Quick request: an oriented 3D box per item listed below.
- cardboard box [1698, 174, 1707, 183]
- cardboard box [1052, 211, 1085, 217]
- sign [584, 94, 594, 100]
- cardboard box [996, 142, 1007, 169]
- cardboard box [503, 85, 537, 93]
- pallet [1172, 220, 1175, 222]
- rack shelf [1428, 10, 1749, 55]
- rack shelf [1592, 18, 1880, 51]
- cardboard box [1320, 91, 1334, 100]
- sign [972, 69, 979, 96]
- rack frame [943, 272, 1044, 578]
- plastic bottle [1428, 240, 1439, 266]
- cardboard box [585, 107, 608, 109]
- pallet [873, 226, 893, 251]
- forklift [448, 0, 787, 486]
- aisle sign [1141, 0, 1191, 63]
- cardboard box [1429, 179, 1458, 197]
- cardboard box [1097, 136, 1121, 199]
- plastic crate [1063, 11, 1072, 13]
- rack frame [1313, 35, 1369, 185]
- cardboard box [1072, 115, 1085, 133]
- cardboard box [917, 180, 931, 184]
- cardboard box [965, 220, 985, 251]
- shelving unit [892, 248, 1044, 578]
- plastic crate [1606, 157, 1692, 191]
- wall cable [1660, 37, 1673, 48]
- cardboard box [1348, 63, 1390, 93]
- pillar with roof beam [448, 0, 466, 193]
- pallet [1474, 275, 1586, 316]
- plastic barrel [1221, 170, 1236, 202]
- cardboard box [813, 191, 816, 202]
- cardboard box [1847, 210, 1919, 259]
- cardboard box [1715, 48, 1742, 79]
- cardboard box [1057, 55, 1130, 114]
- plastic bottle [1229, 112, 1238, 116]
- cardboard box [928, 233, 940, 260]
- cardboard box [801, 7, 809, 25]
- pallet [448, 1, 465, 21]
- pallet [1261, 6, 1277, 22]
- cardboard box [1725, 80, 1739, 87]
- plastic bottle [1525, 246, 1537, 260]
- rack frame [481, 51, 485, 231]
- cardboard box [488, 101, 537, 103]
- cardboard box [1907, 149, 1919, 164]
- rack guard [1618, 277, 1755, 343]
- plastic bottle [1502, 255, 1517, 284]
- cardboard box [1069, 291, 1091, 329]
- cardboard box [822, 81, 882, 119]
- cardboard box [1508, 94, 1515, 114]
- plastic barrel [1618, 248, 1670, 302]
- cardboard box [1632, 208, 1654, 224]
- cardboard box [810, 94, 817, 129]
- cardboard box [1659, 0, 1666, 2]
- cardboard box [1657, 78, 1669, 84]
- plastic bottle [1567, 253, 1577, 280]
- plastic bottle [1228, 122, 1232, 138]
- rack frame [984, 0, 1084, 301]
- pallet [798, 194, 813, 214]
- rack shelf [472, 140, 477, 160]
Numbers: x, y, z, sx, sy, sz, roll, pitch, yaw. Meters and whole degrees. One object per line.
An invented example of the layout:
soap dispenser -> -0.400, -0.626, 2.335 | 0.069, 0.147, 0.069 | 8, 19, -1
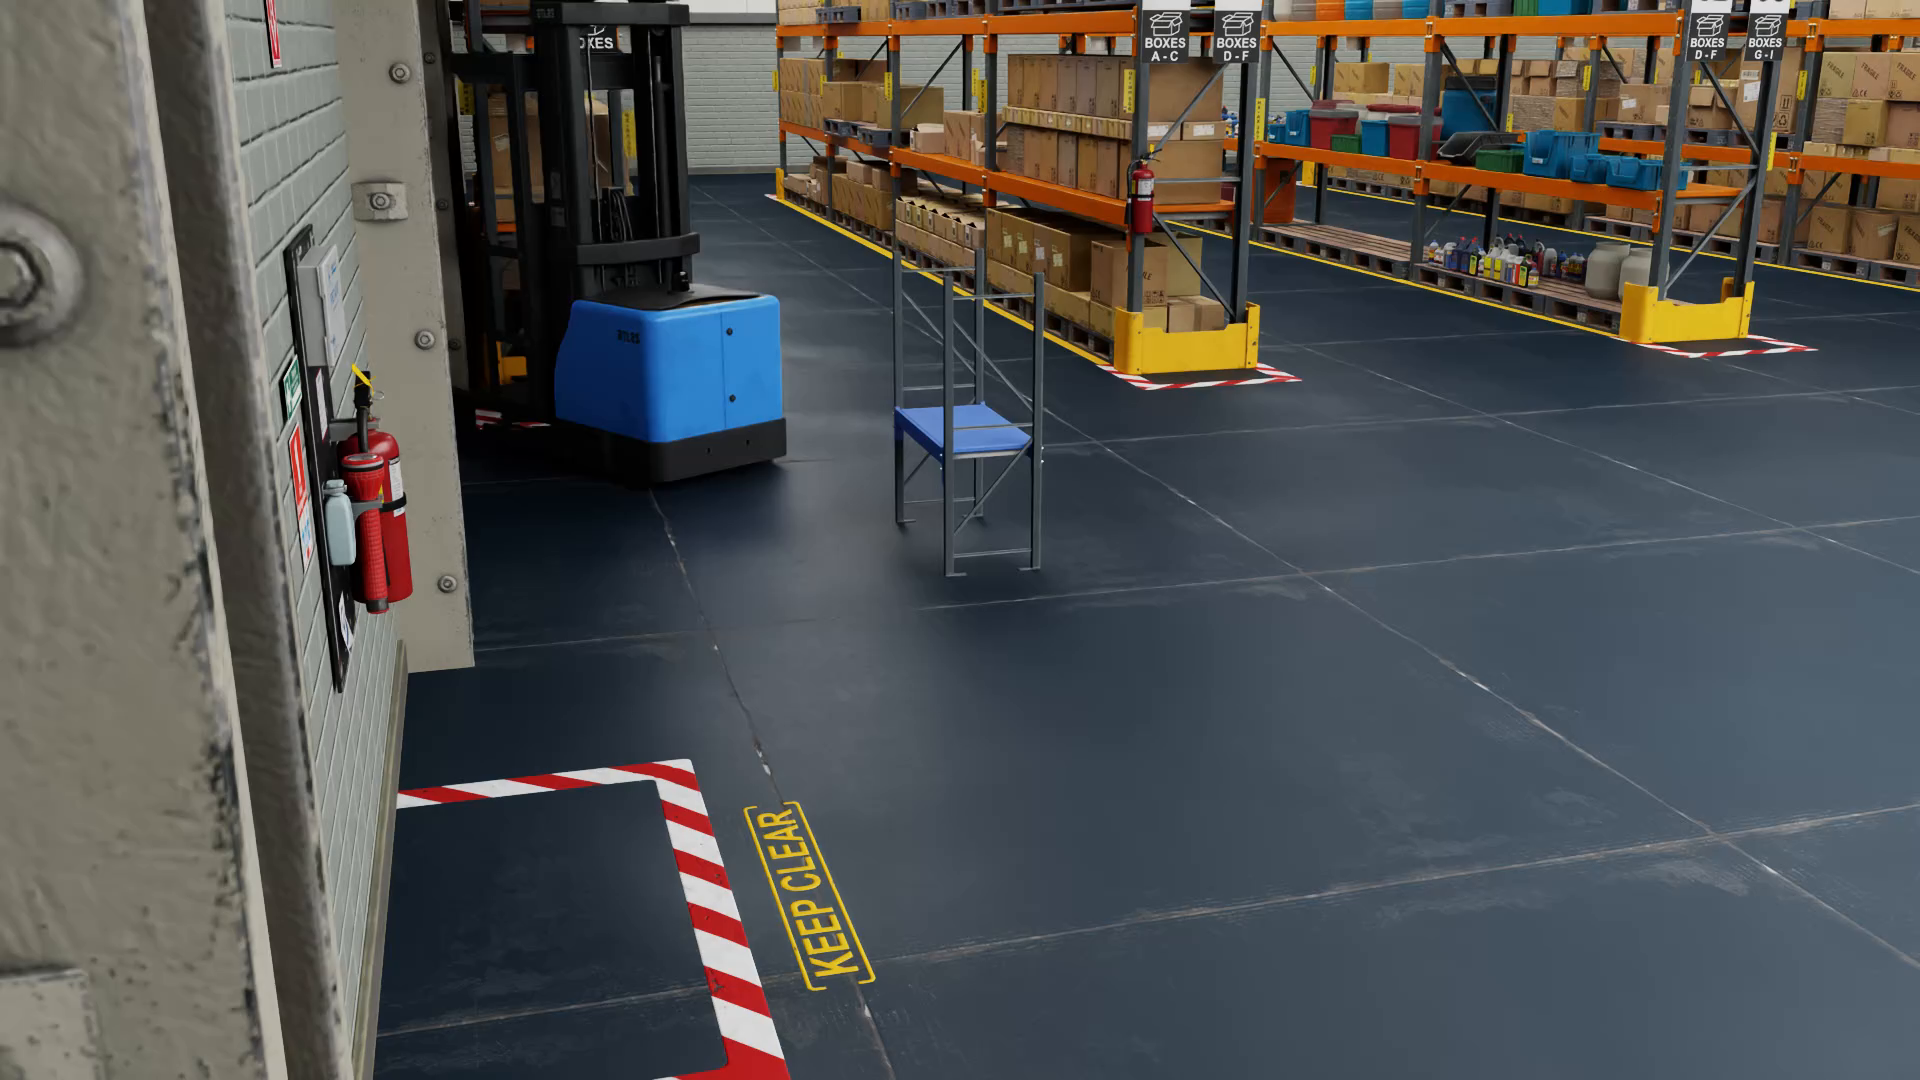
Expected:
cardboard box -> 13.082, -6.290, 28.905 | 0.380, 0.149, 0.250 | -5, 18, -18
cardboard box -> 1.212, -2.962, 16.346 | 0.500, 0.500, 0.500 | -5, 17, -15
sign -> -3.494, -4.036, 15.670 | 0.100, 0.325, 0.005 | -5, 17, -15
cardboard box -> 0.571, -4.030, 17.415 | 0.500, 0.250, 0.500 | -4, 17, -12
cardboard box -> -4.886, -5.071, 18.555 | 0.380, 0.149, 0.250 | -8, 18, -24
pallet -> 3.486, -5.020, 25.299 | 1.003, 0.211, 1.213 | -5, 17, -15
rack shelf -> 6.062, -4.899, 16.082 | 1.077, 0.370, 4.000 | -5, 17, -15
rack shelf -> 9.725, -6.397, 21.069 | 1.077, 0.370, 4.000 | -5, 17, -15
cardboard box -> 6.849, -7.987, 30.072 | 0.500, 0.250, 0.500 | -5, 17, -17
sign -> 0.182, -5.675, 20.618 | 0.100, 0.325, 0.005 | -5, 17, -15
rack frame -> 0.163, -0.554, 8.190 | 0.500, 1.500, 0.032 | -5, 17, -15
plastic bottle -> 5.178, -3.141, 18.173 | 0.097, 0.271, 0.097 | 0, 17, 0
cardboard box -> -3.018, -3.204, 13.326 | 0.500, 0.500, 0.500 | -5, 18, -17
pallet -> -0.519, -3.950, 21.734 | 1.003, 0.211, 1.213 | -5, 17, -15
forklift -> -2.508, -2.070, 10.748 | 3.031, 2.935, 1.130 | 15, 23, 41
aisle sign -> 1.584, -4.066, 12.757 | 0.394, 0.787, 0.004 | -5, 17, -15
cardboard box -> 8.271, -5.972, 26.584 | 1.225, 0.875, 0.875 | -5, 17, -15
cardboard box -> 1.583, -3.186, 14.170 | 0.700, 0.500, 0.500 | -4, 17, -14
plastic crate -> 2.052, -8.925, 28.462 | 0.497, 0.269, 0.590 | -5, 17, -15
rack frame -> 6.977, -8.071, 30.606 | 1.000, 3.000, 0.127 | -5, 17, -15
cardboard box -> 1.202, -3.670, 14.654 | 0.380, 0.149, 0.250 | -4, 17, -14
cardboard box -> -0.632, -4.665, 22.849 | 0.500, 0.500, 0.500 | -5, 18, -17
cardboard box -> 0.362, -3.211, 17.504 | 0.500, 0.311, 0.500 | -5, 17, -15
shelving unit -> 0.023, -0.695, 8.658 | 0.538, 1.500, 1.048 | -5, 17, -15
plastic crate -> 6.186, -3.297, 14.972 | 0.499, 0.251, 0.616 | -5, 17, -15
wall cable -> 16.294, -11.014, 38.638 | 0.588, 1.984, 0.122 | -5, 17, -15
cardboard box -> 7.135, -8.065, 29.028 | 0.500, 0.500, 0.500 | -5, 17, -17
pillar with roof beam -> -4.746, -10.788, 29.223 | 9.100, 9.000, 0.400 | -5, 17, -15
pallet -> 5.996, -2.497, 16.898 | 1.003, 0.211, 1.213 | -5, 17, -15
plastic barrel -> 3.952, -4.959, 23.708 | 0.600, 0.588, 0.708 | -5, 17, -15
cardboard box -> -2.040, -5.262, 25.445 | 0.380, 0.149, 0.250 | -5, 17, -15
cardboard box -> 10.511, -3.484, 18.951 | 0.500, 0.500, 0.500 | 1, 17, 2
cardboard box -> 12.983, -8.142, 28.414 | 0.500, 0.500, 0.500 | -4, 17, -14
cardboard box -> 1.290, -4.100, 14.958 | 0.700, 0.500, 0.500 | -5, 17, -15
plastic bottle -> 4.009, -6.152, 24.434 | 0.152, 0.276, 0.135 | -5, 17, -15
cardboard box -> -0.061, -3.368, 18.999 | 0.500, 0.250, 0.500 | -4, 17, -14
cardboard box -> -2.112, -7.937, 25.208 | 0.500, 0.250, 0.500 | -5, 17, -15
pallet -> -5.341, -6.203, 19.503 | 1.213, 0.211, 1.003 | -4, 17, -13
pallet -> 4.297, -7.032, 22.261 | 1.003, 0.211, 1.213 | -5, 17, -15
cardboard box -> 12.689, -7.401, 27.049 | 0.380, 0.149, 0.250 | -5, 17, -15
plastic bottle -> 6.016, -2.957, 17.538 | 0.061, 0.283, 0.133 | -5, 17, -15
rack frame -> -6.212, -5.789, 23.011 | 1.000, 3.000, 0.127 | -5, 17, -15
cardboard box -> -3.946, -3.584, 14.590 | 0.500, 0.500, 0.500 | -5, 17, -16
cardboard box -> 10.469, -4.134, 17.937 | 0.380, 0.149, 0.250 | -5, 17, -15
rack guard -> 6.545, -2.074, 14.986 | 1.175, 0.500, 0.348 | -5, 17, -15
plastic bottle -> 5.604, -2.743, 16.840 | 0.152, 0.276, 0.135 | -5, 17, -17
cardboard box -> 1.267, -2.009, 14.477 | 0.500, 0.250, 0.500 | -5, 17, -15
cardboard box -> -1.535, -6.282, 23.749 | 0.700, 0.500, 0.500 | -12, 20, -34
cardboard box -> 8.385, -6.445, 25.021 | 0.500, 0.500, 0.500 | -4, 17, -14
plastic barrel -> 6.357, -2.439, 15.452 | 0.421, 0.512, 0.421 | 0, 17, 0
cardboard box -> 9.543, -4.535, 22.416 | 0.700, 0.500, 0.500 | -6, 18, -20
cardboard box -> -1.977, -6.490, 25.171 | 0.500, 0.500, 0.500 | -4, 17, -14
cardboard box -> 9.338, -7.152, 21.292 | 0.500, 0.500, 0.500 | -5, 17, -17
cardboard box -> 12.327, -7.774, 28.927 | 0.500, 0.500, 0.500 | -5, 17, -17
plastic bottle -> 6.291, -2.806, 17.057 | 0.097, 0.271, 0.097 | 0, 17, 0
plastic bottle -> 3.734, -5.627, 22.817 | 0.097, 0.201, 0.097 | 0, 17, 0
rack frame -> 0.749, -3.969, 16.952 | 1.000, 3.000, 0.127 | -5, 17, -15
pallet -> -1.977, -5.375, 26.478 | 1.003, 0.211, 1.213 | -5, 17, -15
rack shelf -> -5.662, -4.892, 21.273 | 1.077, 0.370, 4.000 | -5, 17, -15
